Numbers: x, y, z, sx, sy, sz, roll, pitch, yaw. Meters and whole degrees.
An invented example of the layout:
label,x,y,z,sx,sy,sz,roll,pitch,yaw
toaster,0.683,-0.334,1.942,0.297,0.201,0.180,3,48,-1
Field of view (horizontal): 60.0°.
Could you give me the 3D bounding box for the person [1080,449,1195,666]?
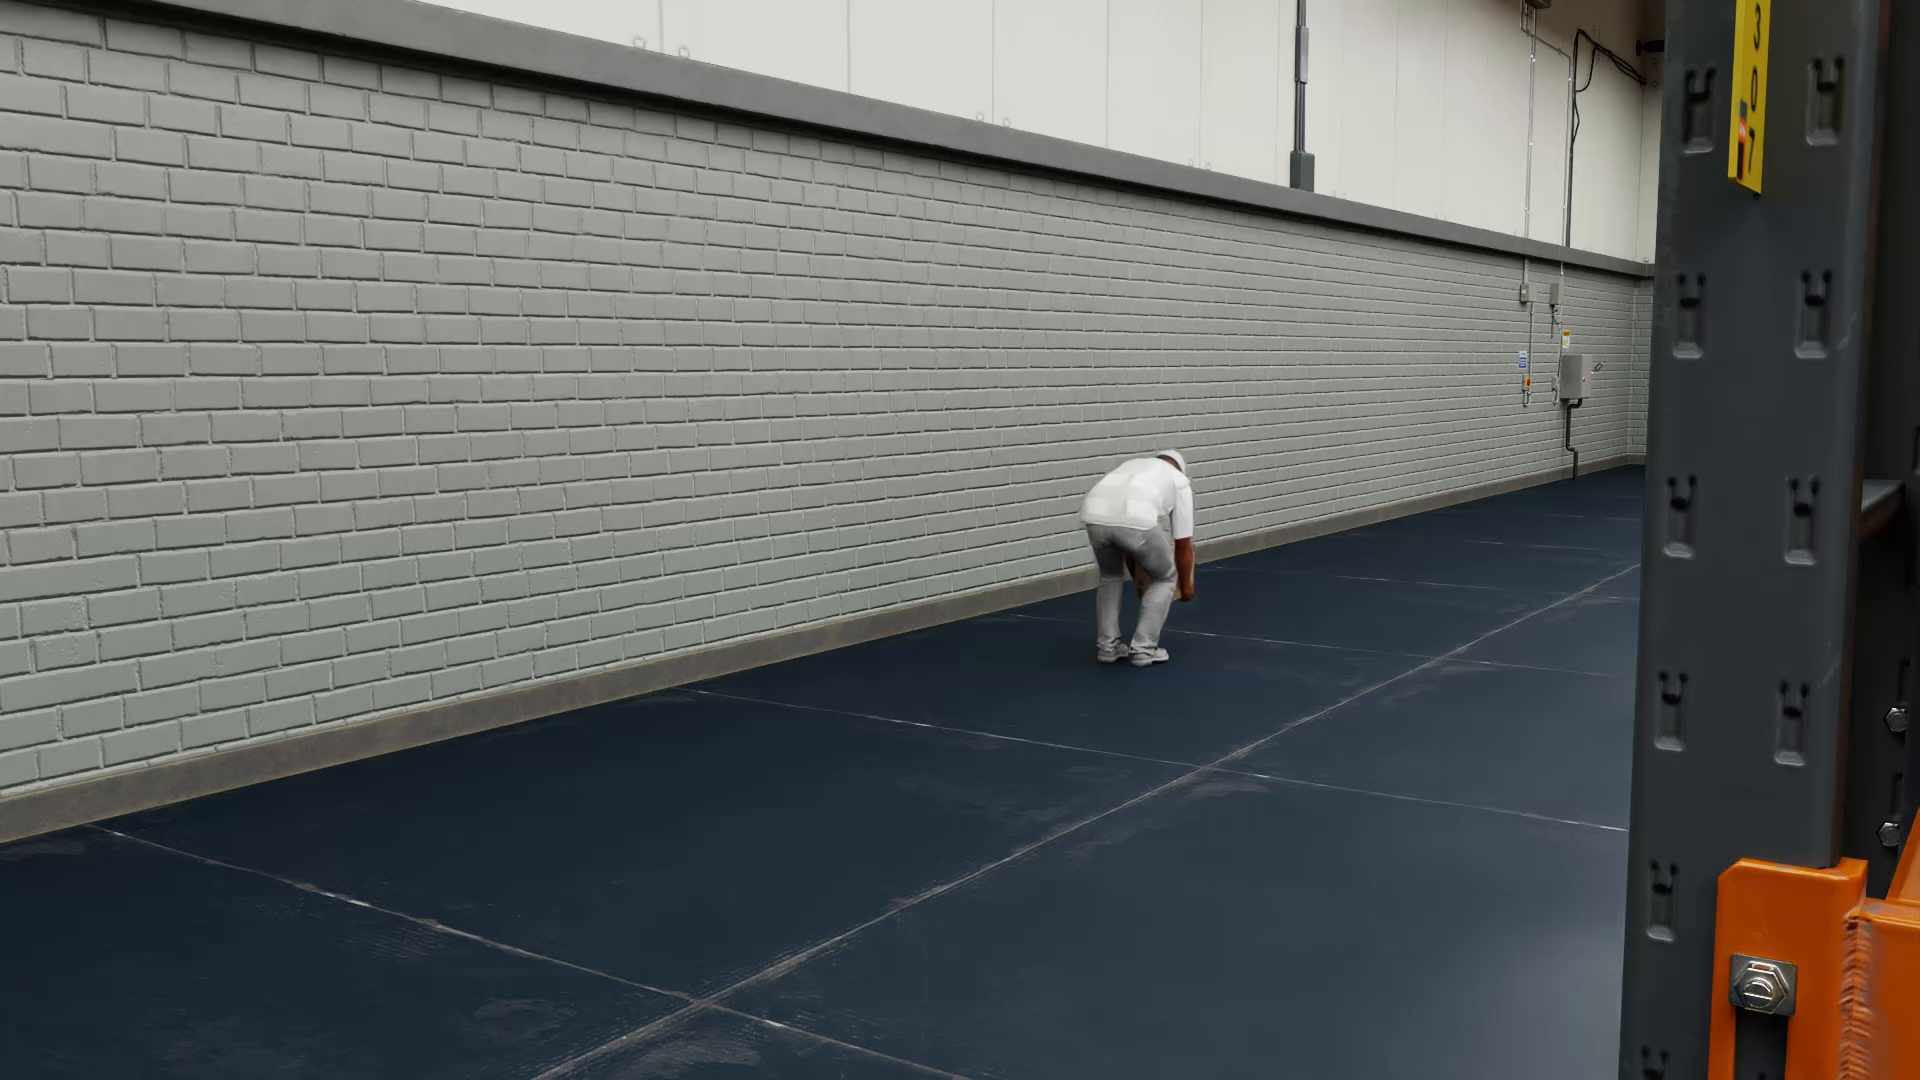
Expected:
label,x,y,z,sx,sy,sz,roll,pitch,yaw
person,1.005,0.084,9.248,0.504,1.144,0.959,4,7,31
